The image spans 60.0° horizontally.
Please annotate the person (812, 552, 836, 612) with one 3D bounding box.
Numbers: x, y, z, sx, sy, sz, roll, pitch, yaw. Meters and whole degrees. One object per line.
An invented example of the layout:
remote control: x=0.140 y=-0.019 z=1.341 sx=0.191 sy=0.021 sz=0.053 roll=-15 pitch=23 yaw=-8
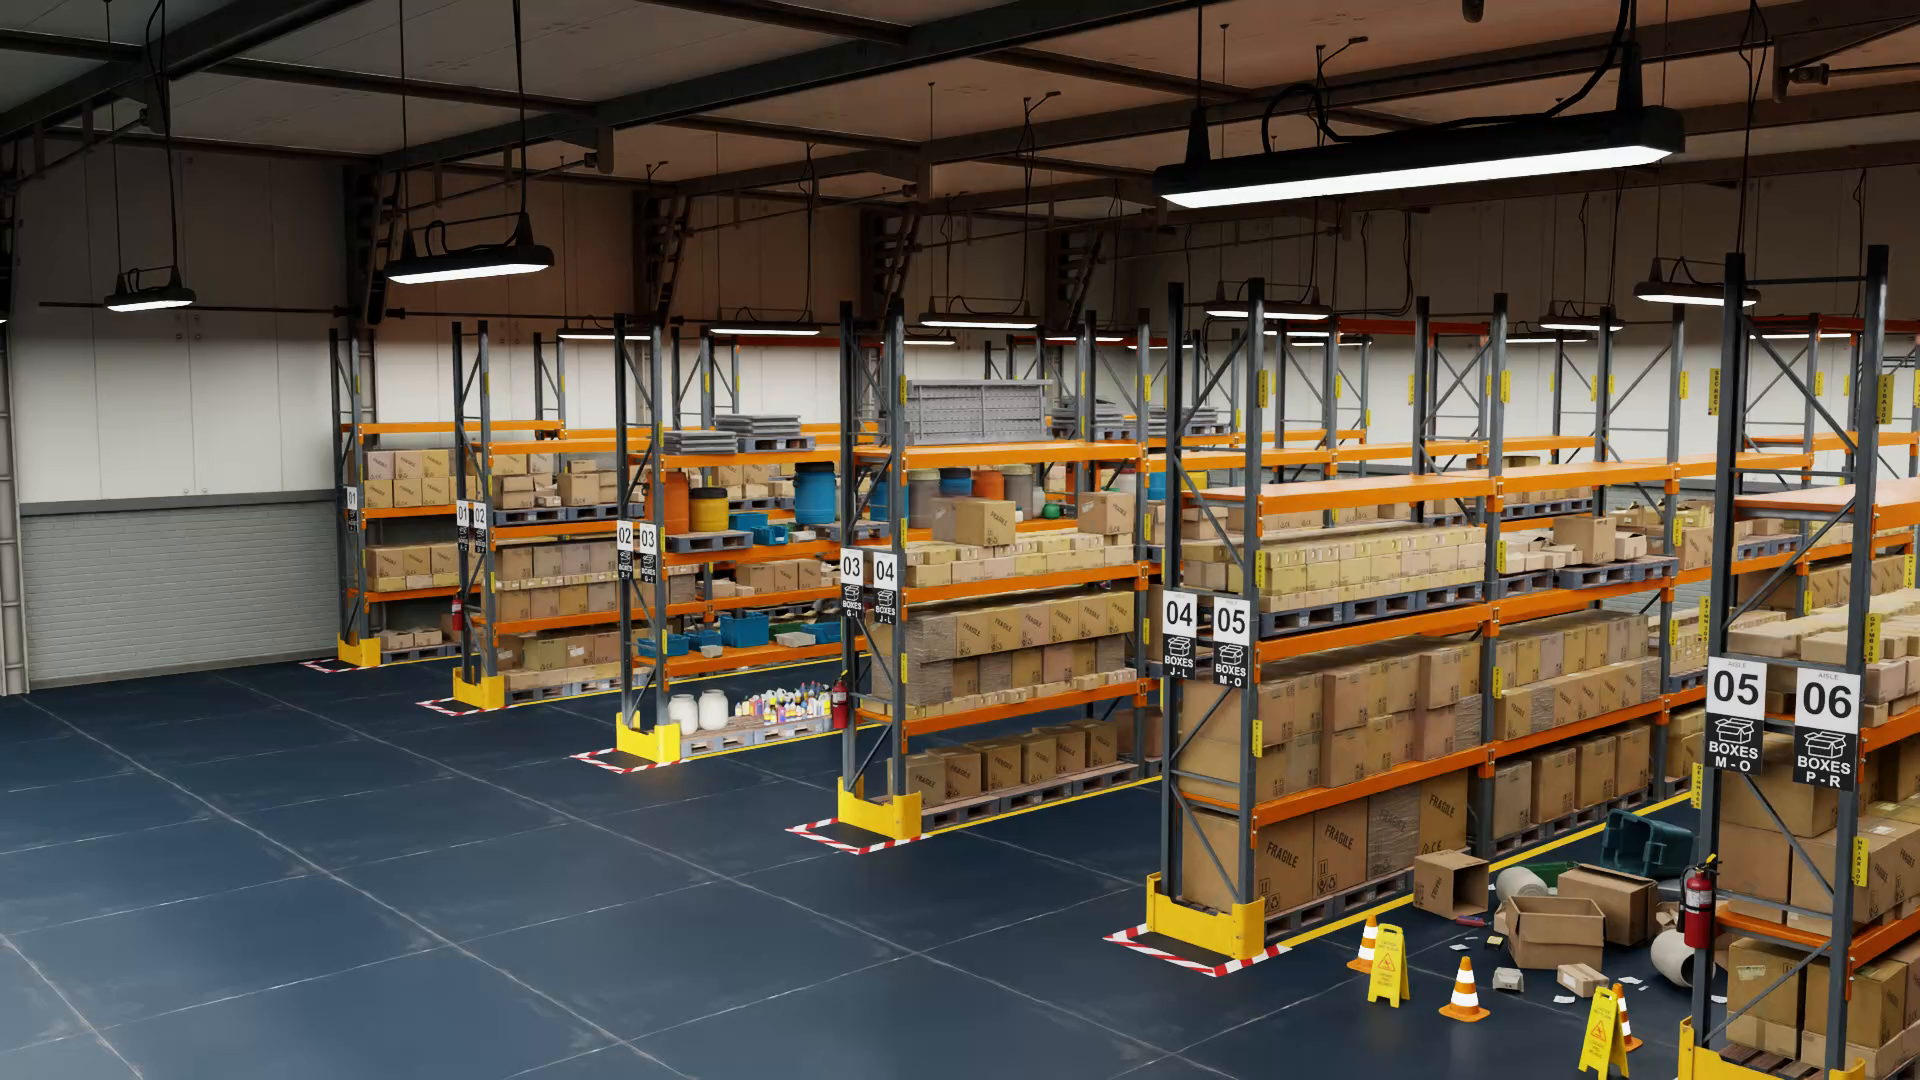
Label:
person: x=-2.834 y=1.029 z=32.991 sx=1.077 sy=1.700 sz=0.525 roll=-5 pitch=7 yaw=-39
